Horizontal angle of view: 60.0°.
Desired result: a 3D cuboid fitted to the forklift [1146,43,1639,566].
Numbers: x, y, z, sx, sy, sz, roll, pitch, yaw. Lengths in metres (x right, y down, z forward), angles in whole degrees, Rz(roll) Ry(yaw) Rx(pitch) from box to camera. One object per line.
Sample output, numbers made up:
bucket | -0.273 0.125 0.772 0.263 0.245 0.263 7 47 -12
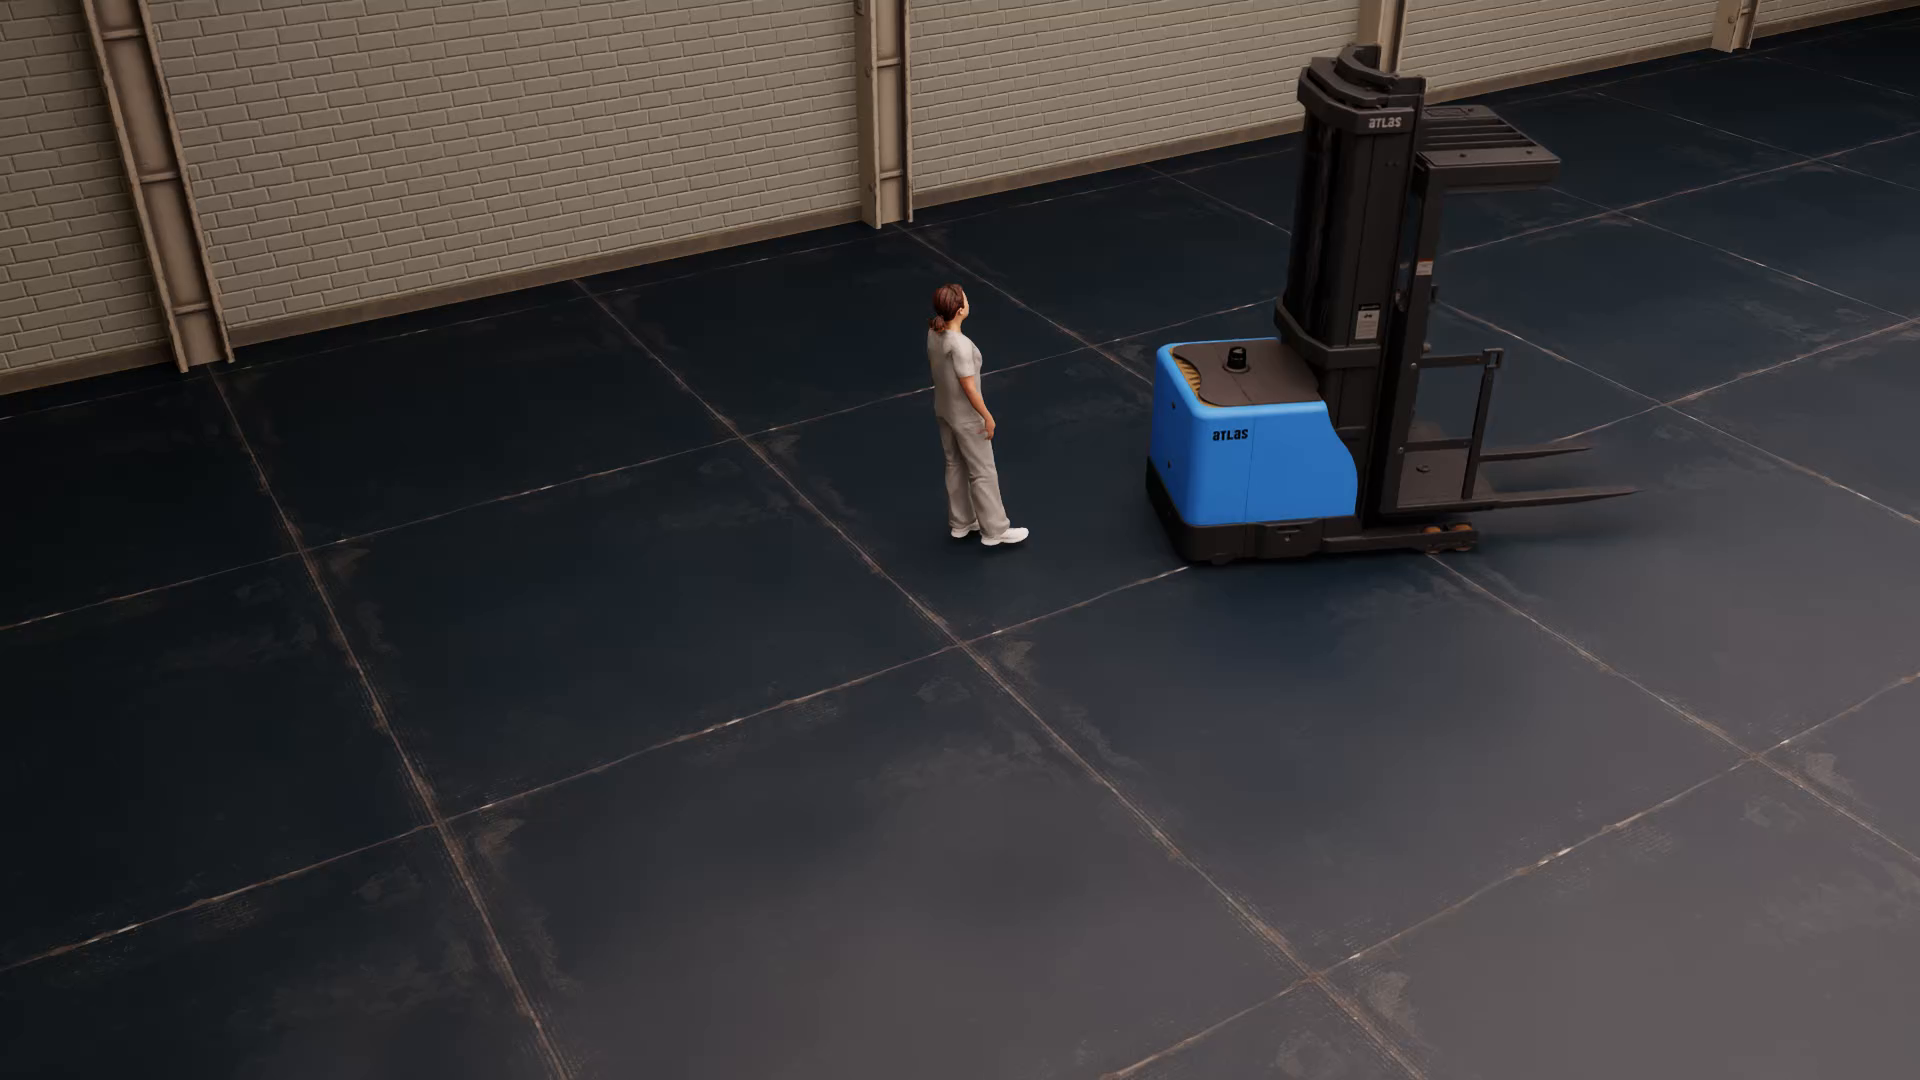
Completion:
forklift | 2.782 -1.438 10.048 3.031 2.935 1.130 -4 31 -7

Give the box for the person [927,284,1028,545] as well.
person | 0.070 -0.769 10.070 0.549 1.665 0.549 -17 35 -26
